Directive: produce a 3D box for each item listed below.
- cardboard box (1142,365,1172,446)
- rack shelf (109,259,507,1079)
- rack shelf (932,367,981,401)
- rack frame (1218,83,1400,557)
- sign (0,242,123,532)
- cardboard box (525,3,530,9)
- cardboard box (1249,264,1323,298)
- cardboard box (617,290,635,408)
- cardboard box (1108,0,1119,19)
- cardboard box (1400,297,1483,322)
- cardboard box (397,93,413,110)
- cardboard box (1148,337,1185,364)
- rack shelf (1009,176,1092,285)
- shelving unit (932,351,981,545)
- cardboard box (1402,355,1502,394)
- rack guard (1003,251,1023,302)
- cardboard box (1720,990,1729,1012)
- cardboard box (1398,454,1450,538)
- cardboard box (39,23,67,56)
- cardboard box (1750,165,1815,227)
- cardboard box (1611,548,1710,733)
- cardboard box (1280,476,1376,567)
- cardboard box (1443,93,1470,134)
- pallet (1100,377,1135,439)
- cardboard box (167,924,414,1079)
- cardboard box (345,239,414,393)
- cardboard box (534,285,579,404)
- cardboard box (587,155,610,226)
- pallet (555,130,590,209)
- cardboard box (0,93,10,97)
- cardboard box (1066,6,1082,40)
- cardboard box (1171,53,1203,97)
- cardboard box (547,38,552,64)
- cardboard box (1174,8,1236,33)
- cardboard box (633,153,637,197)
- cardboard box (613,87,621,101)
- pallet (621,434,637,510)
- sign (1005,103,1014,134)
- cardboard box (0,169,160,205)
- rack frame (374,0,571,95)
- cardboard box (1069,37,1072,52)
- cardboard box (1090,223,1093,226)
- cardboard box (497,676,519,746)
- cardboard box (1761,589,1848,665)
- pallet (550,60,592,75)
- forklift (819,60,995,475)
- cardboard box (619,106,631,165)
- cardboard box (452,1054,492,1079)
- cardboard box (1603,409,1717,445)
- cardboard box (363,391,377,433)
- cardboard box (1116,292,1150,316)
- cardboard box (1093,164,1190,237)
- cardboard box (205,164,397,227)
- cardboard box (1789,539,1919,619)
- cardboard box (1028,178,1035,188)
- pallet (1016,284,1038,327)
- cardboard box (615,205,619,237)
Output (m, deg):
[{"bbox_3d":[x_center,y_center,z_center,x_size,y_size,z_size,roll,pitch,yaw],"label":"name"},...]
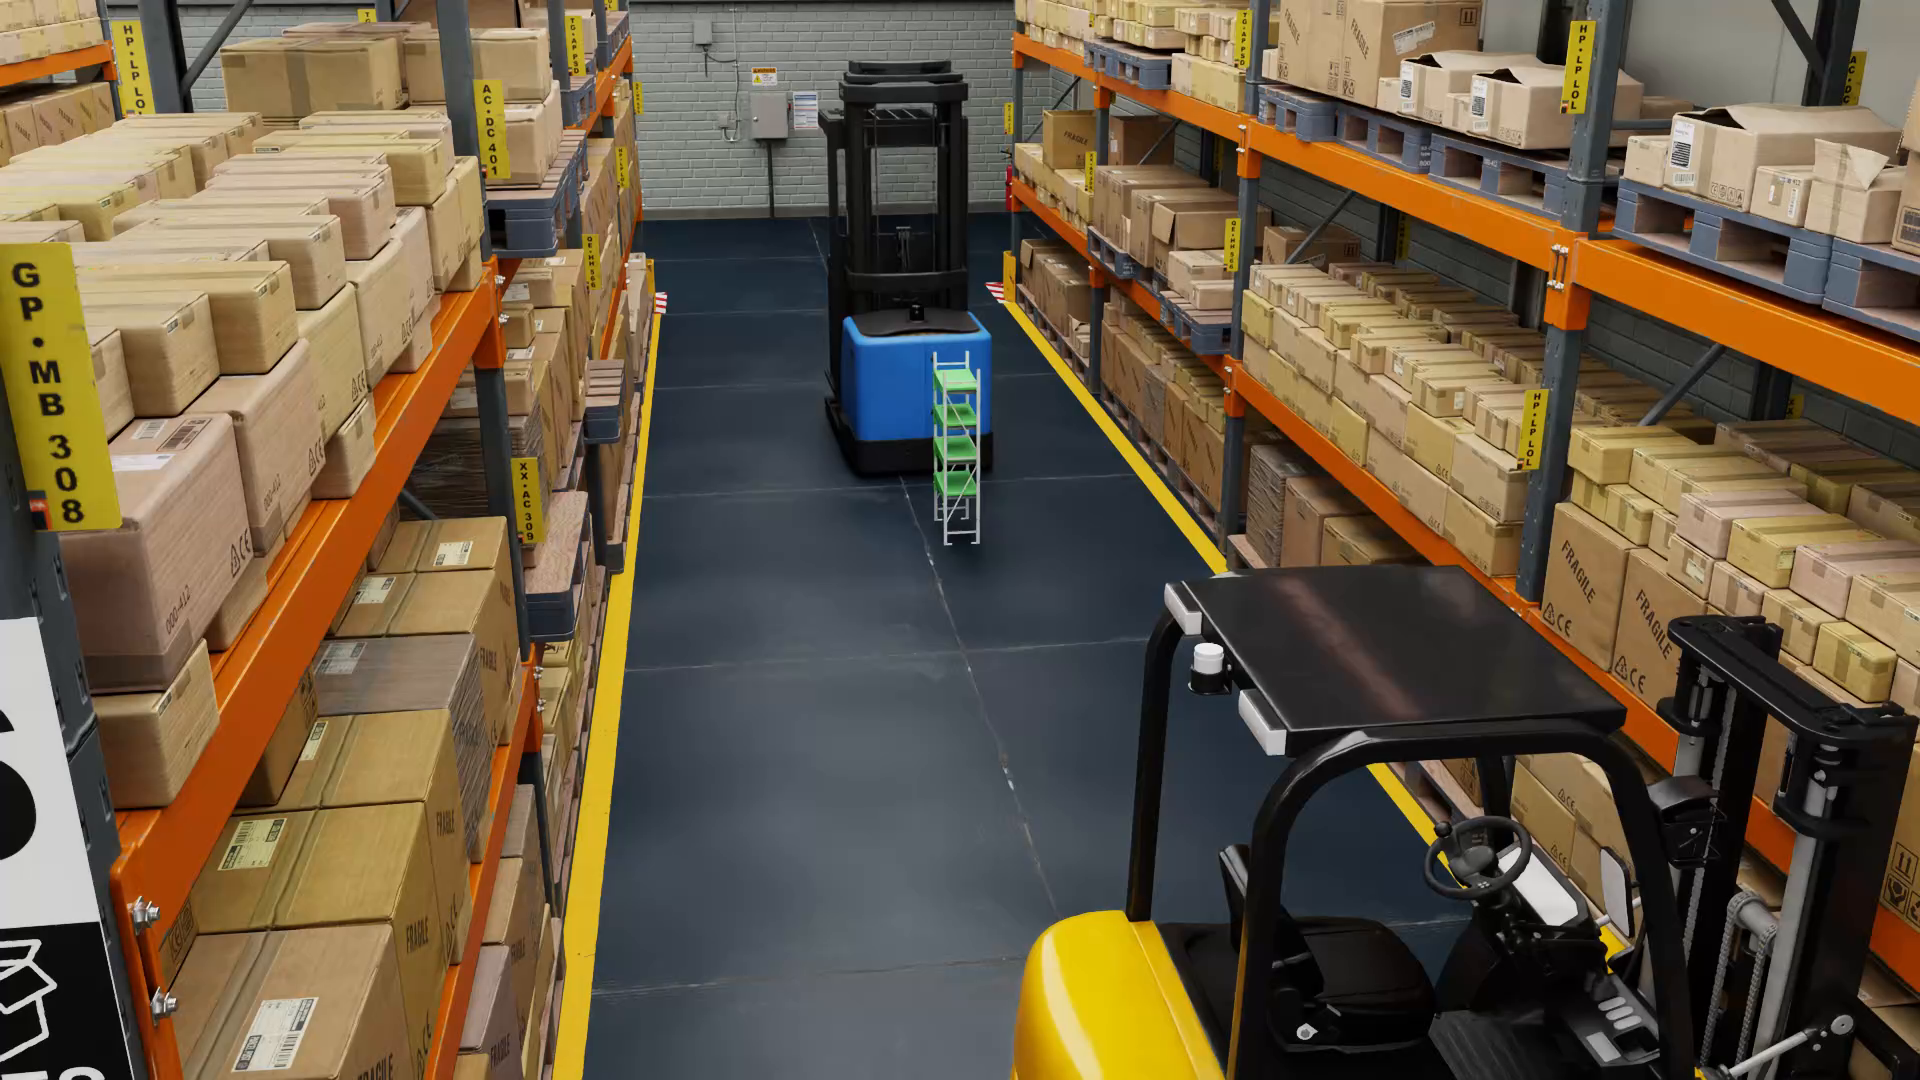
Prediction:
[{"bbox_3d":[1.710,-1.039,12.683,0.500,0.500,0.500,-4,21,-10],"label":"cardboard box"},{"bbox_3d":[-1.830,-0.083,3.892,1.077,0.370,4.000,-3,21,-8],"label":"rack shelf"},{"bbox_3d":[-0.024,-1.009,11.014,0.258,0.148,0.480,-3,21,-8],"label":"rack shelf"},{"bbox_3d":[2.216,-1.344,10.527,1.000,3.000,0.127,-3,21,-8],"label":"rack frame"},{"bbox_3d":[-1.005,-0.164,1.833,0.100,0.325,0.005,-3,21,-8],"label":"sign"},{"bbox_3d":[-3.680,-4.268,13.518,0.396,0.266,0.258,-2,21,-6],"label":"cardboard box"},{"bbox_3d":[1.971,-1.569,10.061,0.380,0.149,0.250,-2,21,-6],"label":"cardboard box"},{"bbox_3d":[-3.103,-1.468,13.296,0.875,0.875,0.875,-2,21,-6],"label":"cardboard box"},{"bbox_3d":[1.352,-4.095,12.797,0.380,0.149,0.250,-3,21,-9],"label":"cardboard box"},{"bbox_3d":[2.654,-1.239,9.175,0.380,0.149,0.250,-3,21,-8],"label":"cardboard box"},{"bbox_3d":[-2.414,-1.609,6.565,0.500,0.250,0.500,-3,21,-7],"label":"cardboard box"},{"bbox_3d":[1.678,-1.472,12.915,0.380,0.149,0.250,-2,21,-6],"label":"cardboard box"},{"bbox_3d":[1.352,-3.084,16.215,1.077,0.370,4.000,-3,21,-8],"label":"rack shelf"},{"bbox_3d":[-0.024,-0.619,11.160,0.258,1.200,0.503,-3,21,-8],"label":"shelving unit"},{"bbox_3d":[2.341,-0.771,7.923,0.380,0.149,0.250,-3,21,-9],"label":"cardboard box"},{"bbox_3d":[1.074,-2.916,18.310,1.175,0.500,0.348,-3,21,-8],"label":"rack guard"},{"bbox_3d":[2.765,1.605,5.247,0.500,0.250,0.500,-3,21,-8],"label":"cardboard box"},{"bbox_3d":[2.384,-0.224,7.743,0.500,0.250,0.500,-3,21,-8],"label":"cardboard box"},{"bbox_3d":[-8.265,-4.420,14.689,0.500,0.250,0.500,-2,21,-5],"label":"cardboard box"},{"bbox_3d":[2.668,-1.053,5.078,0.380,0.149,0.250,-2,21,-6],"label":"cardboard box"},{"bbox_3d":[2.690,0.340,5.874,0.500,0.500,0.500,-3,21,-7],"label":"cardboard box"},{"bbox_3d":[2.395,0.014,9.685,0.875,0.625,0.625,-2,21,-6],"label":"cardboard box"},{"bbox_3d":[2.334,-1.855,7.226,0.380,0.149,0.250,-3,21,-8],"label":"cardboard box"},{"bbox_3d":[1.794,-1.143,13.974,1.003,0.211,1.213,-3,21,-8],"label":"pallet"},{"bbox_3d":[-1.413,1.134,3.324,0.500,0.500,0.500,-2,21,-6],"label":"cardboard box"},{"bbox_3d":[-1.567,-0.515,3.810,0.500,0.250,0.500,-2,21,-7],"label":"cardboard box"},{"bbox_3d":[-2.195,-0.979,8.381,0.500,0.500,0.500,-4,21,-11],"label":"cardboard box"},{"bbox_3d":[-2.823,-2.495,12.038,0.500,0.500,0.500,-2,21,-6],"label":"cardboard box"},{"bbox_3d":[-2.254,-1.603,7.201,1.213,0.211,1.003,-3,21,-8],"label":"pallet"},{"bbox_3d":[-8.798,-3.708,14.859,0.500,0.500,0.500,-3,21,-9],"label":"cardboard box"},{"bbox_3d":[1.237,-4.537,14.578,0.500,0.250,0.500,-4,21,-10],"label":"cardboard box"},{"bbox_3d":[1.757,-3.192,11.401,0.500,0.250,0.500,-3,21,-8],"label":"cardboard box"},{"bbox_3d":[-2.850,-3.323,11.271,0.380,0.166,0.250,-1,21,-3],"label":"cardboard box"},{"bbox_3d":[1.687,-3.558,11.388,0.380,0.149,0.250,-3,21,-8],"label":"cardboard box"},{"bbox_3d":[-3.459,-3.581,16.373,0.500,0.500,0.500,-3,21,-9],"label":"cardboard box"},{"bbox_3d":[-3.360,-4.128,15.482,0.380,0.149,0.250,-2,21,-6],"label":"cardboard box"},{"bbox_3d":[-2.907,-0.484,12.211,1.003,0.211,1.213,-3,21,-8],"label":"pallet"},{"bbox_3d":[0.526,-4.492,17.718,0.100,0.325,0.005,-3,21,-8],"label":"sign"},{"bbox_3d":[-2.154,-0.795,3.989,0.380,0.149,0.250,-3,21,-9],"label":"cardboard box"},{"bbox_3d":[-2.695,-3.903,8.804,1.000,3.000,0.127,-3,21,-8],"label":"rack frame"},{"bbox_3d":[1.193,-4.484,15.005,0.380,0.149,0.250,-2,21,-6],"label":"cardboard box"},{"bbox_3d":[1.344,-2.709,14.541,0.380,0.149,0.250,-3,21,-7],"label":"cardboard box"},{"bbox_3d":[-1.728,0.592,5.702,0.380,0.149,0.250,-2,21,-7],"label":"cardboard box"},{"bbox_3d":[2.735,0.259,5.167,0.380,0.149,0.250,-4,21,-9],"label":"cardboard box"},{"bbox_3d":[-3.004,-3.016,10.988,1.003,0.211,1.213,-2,21,-5],"label":"pallet"},{"bbox_3d":[-0.512,-2.332,13.271,1.130,2.935,3.031,-4,21,-10],"label":"forklift"},{"bbox_3d":[-3.300,-3.697,15.257,0.500,0.500,0.500,-3,21,-8],"label":"cardboard box"},{"bbox_3d":[-1.532,1.761,4.471,0.500,0.500,0.500,-3,21,-7],"label":"cardboard box"},{"bbox_3d":[2.955,-0.442,7.043,0.380,0.149,0.250,-3,21,-9],"label":"cardboard box"},{"bbox_3d":[-1.537,-0.278,3.744,0.380,0.149,0.250,-3,21,-9],"label":"cardboard box"},{"bbox_3d":[1.513,-1.973,13.831,0.380,0.149,0.250,-4,21,-10],"label":"cardboard box"},{"bbox_3d":[1.488,-2.794,13.666,0.700,0.500,0.500,-2,21,-6],"label":"cardboard box"},{"bbox_3d":[-1.603,-0.824,4.067,0.380,0.149,0.250,-3,21,-7],"label":"cardboard box"},{"bbox_3d":[2.810,0.118,5.117,0.380,0.149,0.250,-3,21,-8],"label":"cardboard box"},{"bbox_3d":[0.922,-3.783,17.416,0.380,0.149,0.250,-2,21,-6],"label":"cardboard box"},{"bbox_3d":[1.190,-2.505,17.622,1.003,0.211,1.213,-3,21,-8],"label":"pallet"},{"bbox_3d":[-2.967,-2.501,13.124,0.500,0.250,0.500,-3,21,-8],"label":"cardboard box"}]
